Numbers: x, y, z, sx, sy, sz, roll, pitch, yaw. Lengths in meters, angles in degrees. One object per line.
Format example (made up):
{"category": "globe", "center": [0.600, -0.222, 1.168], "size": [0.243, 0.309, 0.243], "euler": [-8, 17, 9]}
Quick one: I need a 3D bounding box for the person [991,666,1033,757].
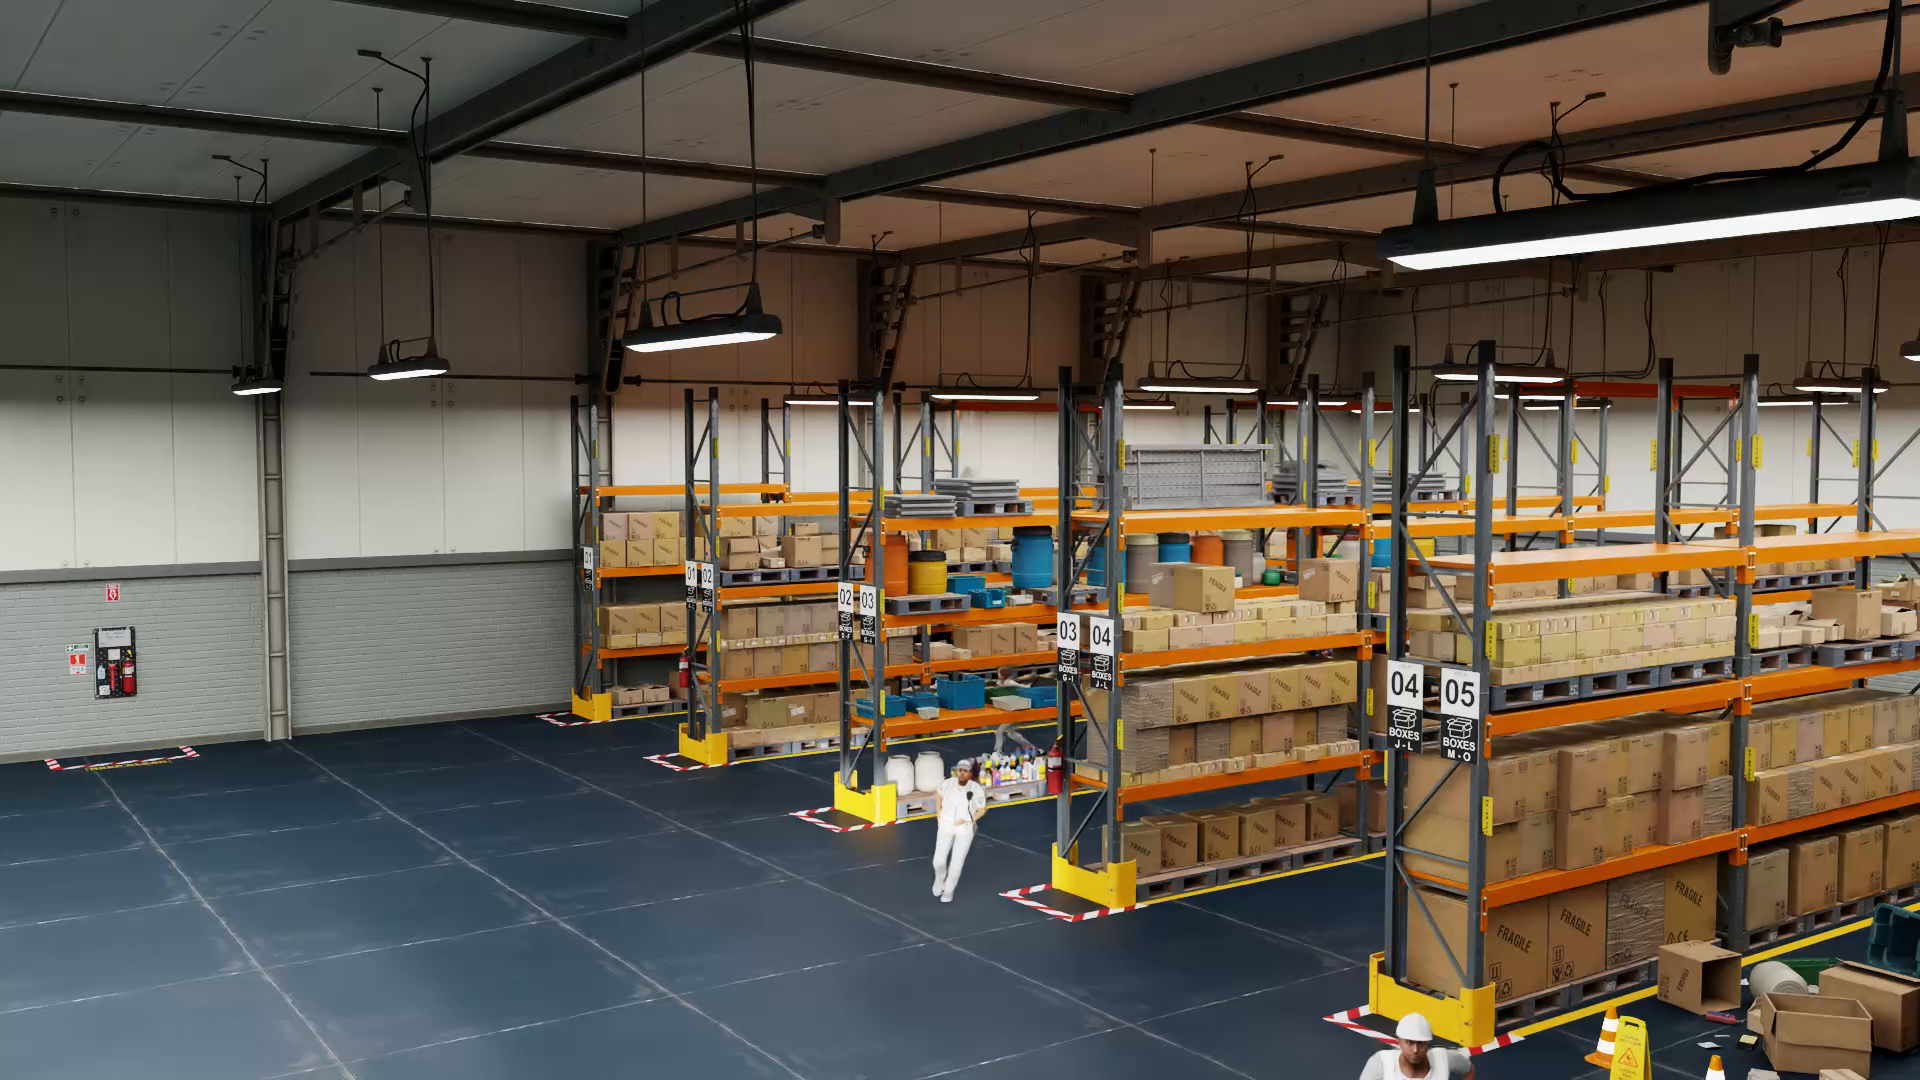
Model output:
{"category": "person", "center": [0.786, 2.785, 26.327], "size": [0.901, 1.613, 0.562], "euler": [-2, 4, -34]}

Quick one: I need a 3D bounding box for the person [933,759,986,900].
{"category": "person", "center": [-0.023, 3.241, 18.556], "size": [0.619, 1.616, 0.524], "euler": [1, 3, 9]}

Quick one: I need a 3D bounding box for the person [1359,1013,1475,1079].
{"category": "person", "center": [2.731, 3.691, 10.025], "size": [0.712, 1.811, 0.976], "euler": [1, 4, 15]}
